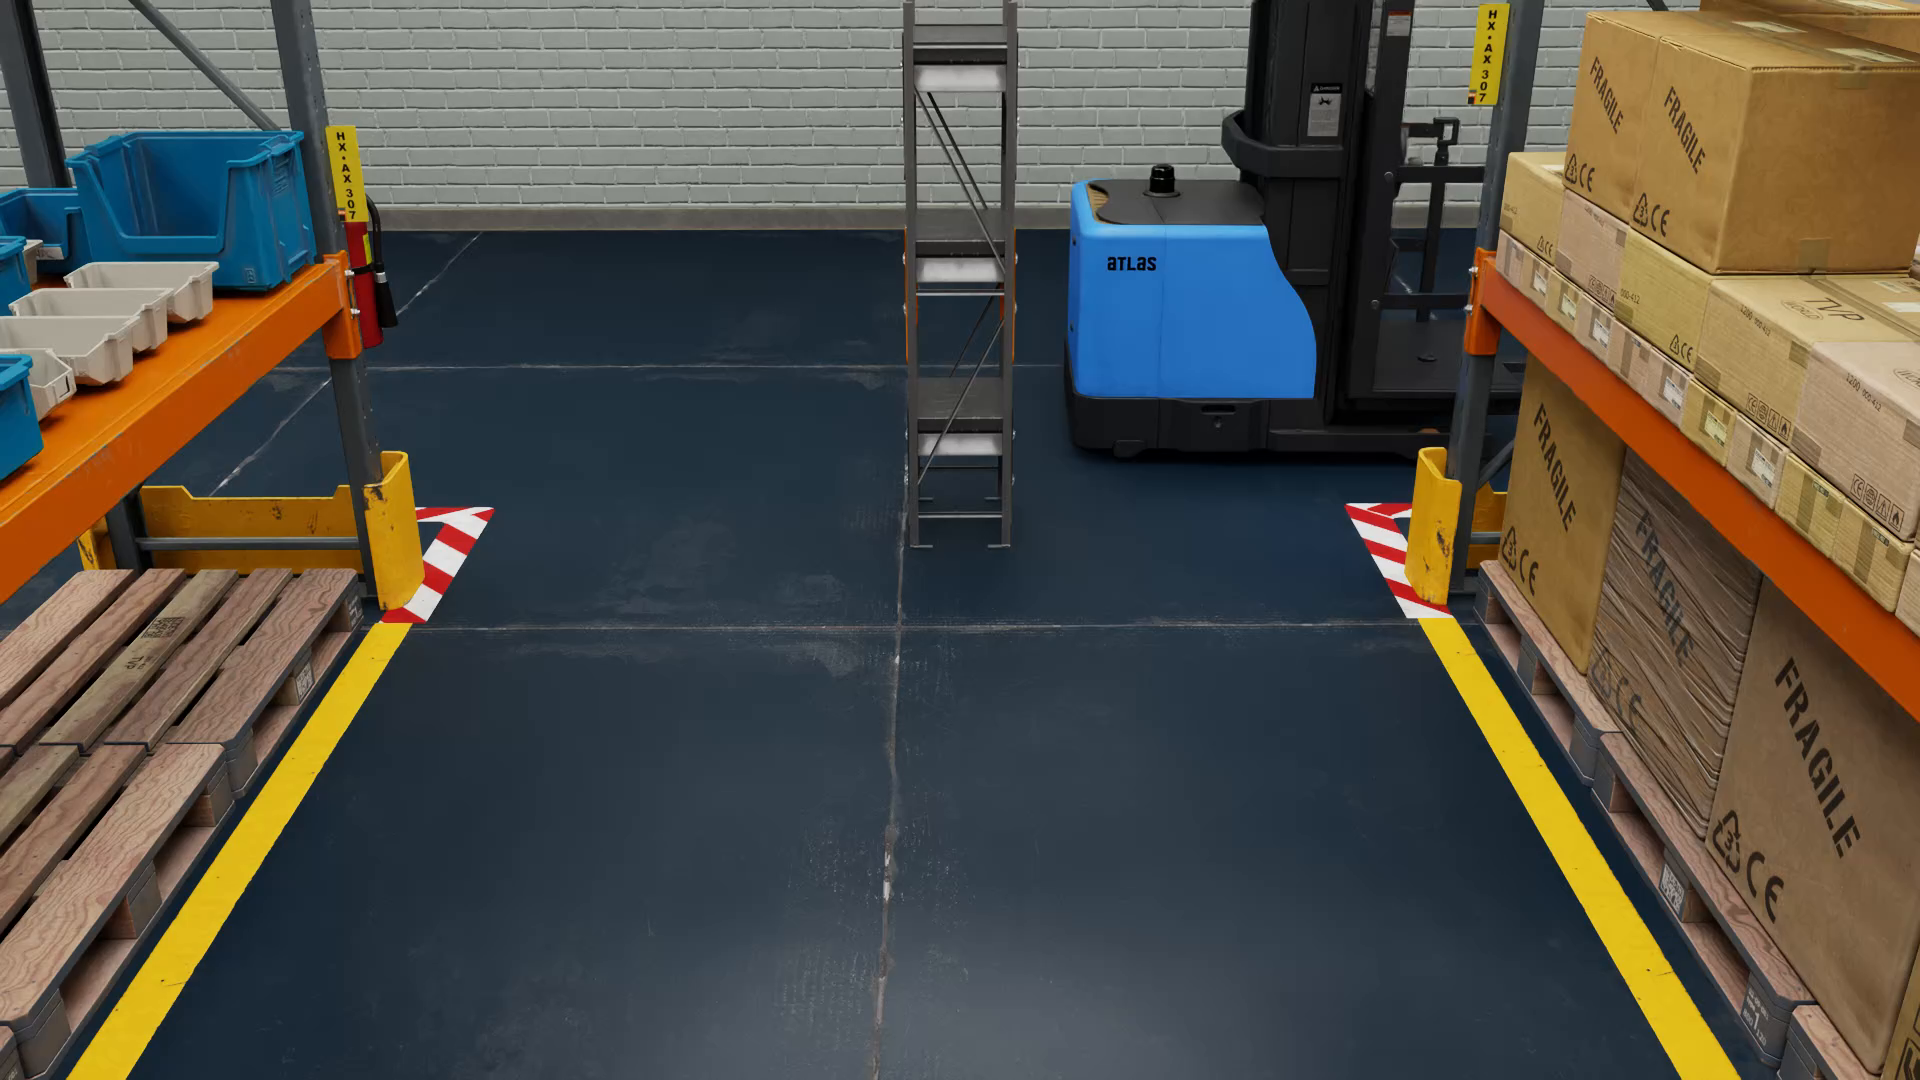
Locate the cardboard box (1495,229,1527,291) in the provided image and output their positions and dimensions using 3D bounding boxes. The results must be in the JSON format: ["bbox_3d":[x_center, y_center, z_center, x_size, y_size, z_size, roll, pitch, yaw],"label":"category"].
[{"bbox_3d":[1.988,-0.924,5.457,0.380,0.149,0.250,0,24,0],"label":"cardboard box"}]

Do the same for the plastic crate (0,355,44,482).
[{"bbox_3d":[-2.360,-0.270,3.836,0.416,0.233,0.300,0,24,-1],"label":"plastic crate"}]

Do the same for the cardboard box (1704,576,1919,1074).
[{"bbox_3d":[2.420,0.596,3.861,0.875,0.875,0.875,0,24,-1],"label":"cardboard box"}]

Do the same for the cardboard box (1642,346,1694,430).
[{"bbox_3d":[2.004,-0.394,4.286,0.380,0.149,0.250,-1,24,-1],"label":"cardboard box"}]

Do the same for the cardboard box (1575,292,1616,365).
[{"bbox_3d":[1.999,-0.605,4.752,0.380,0.149,0.250,-1,24,-1],"label":"cardboard box"}]

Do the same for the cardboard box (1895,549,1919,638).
[{"bbox_3d":[2.018,0.135,3.117,0.380,0.149,0.250,0,24,0],"label":"cardboard box"}]

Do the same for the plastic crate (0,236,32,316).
[{"bbox_3d":[-2.958,-0.740,4.877,0.416,0.233,0.300,0,24,-1],"label":"plastic crate"}]

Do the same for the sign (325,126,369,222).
[{"bbox_3d":[-2.089,-1.247,5.669,0.100,0.325,0.005,0,24,-1],"label":"sign"}]

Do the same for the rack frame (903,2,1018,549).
[{"bbox_3d":[0.001,-0.924,6.246,0.400,2.100,0.015,0,24,-1],"label":"rack frame"}]

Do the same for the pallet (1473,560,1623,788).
[{"bbox_3d":[2.401,0.414,5.579,1.003,0.211,1.213,0,24,-1],"label":"pallet"}]

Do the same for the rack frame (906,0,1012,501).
[{"bbox_3d":[-0.004,-1.125,6.690,0.400,2.100,0.015,0,24,-1],"label":"rack frame"}]

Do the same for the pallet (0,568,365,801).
[{"bbox_3d":[-2.669,0.447,5.506,1.003,0.211,1.213,0,24,-1],"label":"pallet"}]

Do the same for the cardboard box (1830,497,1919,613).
[{"bbox_3d":[2.015,0.029,3.352,0.380,0.149,0.250,0,24,0],"label":"cardboard box"}]

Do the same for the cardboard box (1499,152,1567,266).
[{"bbox_3d":[2.049,-1.054,5.262,0.500,0.250,0.500,-1,24,-2],"label":"cardboard box"}]

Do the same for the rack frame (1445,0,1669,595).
[{"bbox_3d":[2.314,-1.186,5.732,1.000,3.000,0.127,0,24,-1],"label":"rack frame"}]

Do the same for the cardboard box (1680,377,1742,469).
[{"bbox_3d":[2.006,-0.290,4.056,0.380,0.149,0.250,-1,24,-2],"label":"cardboard box"}]

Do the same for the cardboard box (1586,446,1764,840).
[{"bbox_3d":[2.411,0.229,4.672,0.875,0.875,0.875,0,24,-1],"label":"cardboard box"}]

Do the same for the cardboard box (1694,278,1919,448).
[{"bbox_3d":[2.074,-0.418,3.855,0.500,0.250,0.500,-1,24,-2],"label":"cardboard box"}]

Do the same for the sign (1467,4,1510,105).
[{"bbox_3d":[1.759,-1.616,5.537,0.100,0.325,0.005,0,24,-1],"label":"sign"}]

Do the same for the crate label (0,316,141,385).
[{"bbox_3d":[-2.433,-0.501,4.466,0.396,0.136,0.243,0,24,-1],"label":"crate label"}]

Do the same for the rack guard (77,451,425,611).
[{"bbox_3d":[-2.652,-0.035,6.220,1.175,0.500,0.348,0,24,-1],"label":"rack guard"}]

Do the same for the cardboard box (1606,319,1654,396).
[{"bbox_3d":[2.001,-0.500,4.521,0.380,0.149,0.250,-1,24,-2],"label":"cardboard box"}]

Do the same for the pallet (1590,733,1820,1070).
[{"bbox_3d":[2.411,0.915,4.470,1.003,0.211,1.213,0,24,-1],"label":"pallet"}]

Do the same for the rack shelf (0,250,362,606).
[{"bbox_3d":[-2.617,-0.012,4.009,1.077,0.370,4.000,0,24,-1],"label":"rack shelf"}]

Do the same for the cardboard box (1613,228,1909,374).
[{"bbox_3d":[2.063,-0.633,4.330,0.500,0.250,0.500,-1,24,-2],"label":"cardboard box"}]

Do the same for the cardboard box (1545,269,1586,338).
[{"bbox_3d":[1.995,-0.712,4.990,0.380,0.149,0.250,-1,24,-2],"label":"cardboard box"}]

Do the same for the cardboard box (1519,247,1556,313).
[{"bbox_3d":[1.992,-0.818,5.223,0.380,0.149,0.250,-1,24,-1],"label":"cardboard box"}]

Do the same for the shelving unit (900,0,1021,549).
[{"bbox_3d":[-0.002,-1.025,6.468,0.431,2.100,0.503,0,24,-1],"label":"shelving unit"}]

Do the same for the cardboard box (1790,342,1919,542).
[{"bbox_3d":[2.076,-0.209,3.393,0.500,0.250,0.500,0,24,1],"label":"cardboard box"}]

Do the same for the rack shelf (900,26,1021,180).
[{"bbox_3d":[-0.002,-1.650,6.185,0.431,0.518,0.480,0,24,-1],"label":"rack shelf"}]

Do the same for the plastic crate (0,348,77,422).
[{"bbox_3d":[-2.411,-0.380,4.196,0.298,0.136,0.250,0,24,-1],"label":"plastic crate"}]

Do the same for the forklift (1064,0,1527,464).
[{"bbox_3d":[2.030,-1.889,7.371,3.031,2.935,1.130,0,24,1],"label":"forklift"}]

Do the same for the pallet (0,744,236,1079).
[{"bbox_3d":[-2.658,0.948,4.397,1.003,0.211,1.213,0,24,-1],"label":"pallet"}]

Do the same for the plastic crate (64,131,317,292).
[{"bbox_3d":[-2.448,-1.070,5.360,0.616,0.435,0.499,0,24,-1],"label":"plastic crate"}]

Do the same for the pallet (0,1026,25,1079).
[{"bbox_3d":[-2.642,1.452,3.283,1.003,0.211,1.213,0,24,-1],"label":"pallet"}]

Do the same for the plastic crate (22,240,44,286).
[{"bbox_3d":[-3.045,-0.835,5.204,0.250,0.136,0.298,0,24,-1],"label":"plastic crate"}]

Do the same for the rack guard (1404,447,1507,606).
[{"bbox_3d":[2.314,-0.057,6.269,1.175,0.500,0.348,0,24,-1],"label":"rack guard"}]

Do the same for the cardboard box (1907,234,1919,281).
[{"bbox_3d":[2.595,-0.636,4.337,0.500,0.250,0.500,-1,24,-2],"label":"cardboard box"}]

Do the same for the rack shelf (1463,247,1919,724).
[{"bbox_3d":[2.336,-0.034,4.058,1.077,0.370,4.000,0,24,-1],"label":"rack shelf"}]

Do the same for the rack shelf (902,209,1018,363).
[{"bbox_3d":[-0.002,-1.012,6.474,0.431,0.518,0.480,0,24,-1],"label":"rack shelf"}]

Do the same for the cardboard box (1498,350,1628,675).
[{"bbox_3d":[2.401,-0.146,5.501,0.875,0.875,0.875,0,24,-1],"label":"cardboard box"}]

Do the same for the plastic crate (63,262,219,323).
[{"bbox_3d":[-2.449,-0.736,4.984,0.396,0.136,0.243,0,24,-1],"label":"plastic crate"}]

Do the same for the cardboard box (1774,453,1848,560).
[{"bbox_3d":[2.012,-0.077,3.585,0.380,0.149,0.250,-1,24,-1],"label":"cardboard box"}]

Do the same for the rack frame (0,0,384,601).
[{"bbox_3d":[-2.639,-1.164,5.683,1.000,3.000,0.127,0,24,-1],"label":"rack frame"}]

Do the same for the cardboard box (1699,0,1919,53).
[{"bbox_3d":[2.582,-1.395,5.106,0.500,0.500,0.500,0,24,0],"label":"cardboard box"}]

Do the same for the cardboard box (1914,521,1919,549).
[{"bbox_3d":[2.082,0.001,2.928,0.500,0.250,0.500,0,24,1],"label":"cardboard box"}]

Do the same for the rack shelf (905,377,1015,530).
[{"bbox_3d":[-0.002,-0.375,6.762,0.431,0.518,0.480,0,24,-1],"label":"rack shelf"}]

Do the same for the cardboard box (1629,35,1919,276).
[{"bbox_3d":[2.066,-0.976,4.180,0.500,0.500,0.500,-1,24,-2],"label":"cardboard box"}]

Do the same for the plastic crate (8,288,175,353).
[{"bbox_3d":[-2.460,-0.616,4.719,0.396,0.136,0.243,0,24,-1],"label":"plastic crate"}]

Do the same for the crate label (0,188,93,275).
[{"bbox_3d":[-2.965,-1.011,5.477,0.416,0.233,0.303,0,24,-1],"label":"crate label"}]

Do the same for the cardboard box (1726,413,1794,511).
[{"bbox_3d":[2.011,-0.182,3.817,0.380,0.149,0.250,0,24,0],"label":"cardboard box"}]

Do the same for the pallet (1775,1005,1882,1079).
[{"bbox_3d":[2.427,1.419,3.356,1.003,0.211,1.213,0,24,-1],"label":"pallet"}]

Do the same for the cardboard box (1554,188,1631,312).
[{"bbox_3d":[2.061,-0.840,4.788,0.500,0.250,0.500,-1,24,-1],"label":"cardboard box"}]

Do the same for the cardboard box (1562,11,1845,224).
[{"bbox_3d":[2.055,-1.190,4.652,0.500,0.500,0.500,-1,24,-2],"label":"cardboard box"}]

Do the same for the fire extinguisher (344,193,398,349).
[{"bbox_3d":[-2.186,-1.023,5.918,0.296,0.674,0.183,0,24,-1],"label":"fire extinguisher"}]
